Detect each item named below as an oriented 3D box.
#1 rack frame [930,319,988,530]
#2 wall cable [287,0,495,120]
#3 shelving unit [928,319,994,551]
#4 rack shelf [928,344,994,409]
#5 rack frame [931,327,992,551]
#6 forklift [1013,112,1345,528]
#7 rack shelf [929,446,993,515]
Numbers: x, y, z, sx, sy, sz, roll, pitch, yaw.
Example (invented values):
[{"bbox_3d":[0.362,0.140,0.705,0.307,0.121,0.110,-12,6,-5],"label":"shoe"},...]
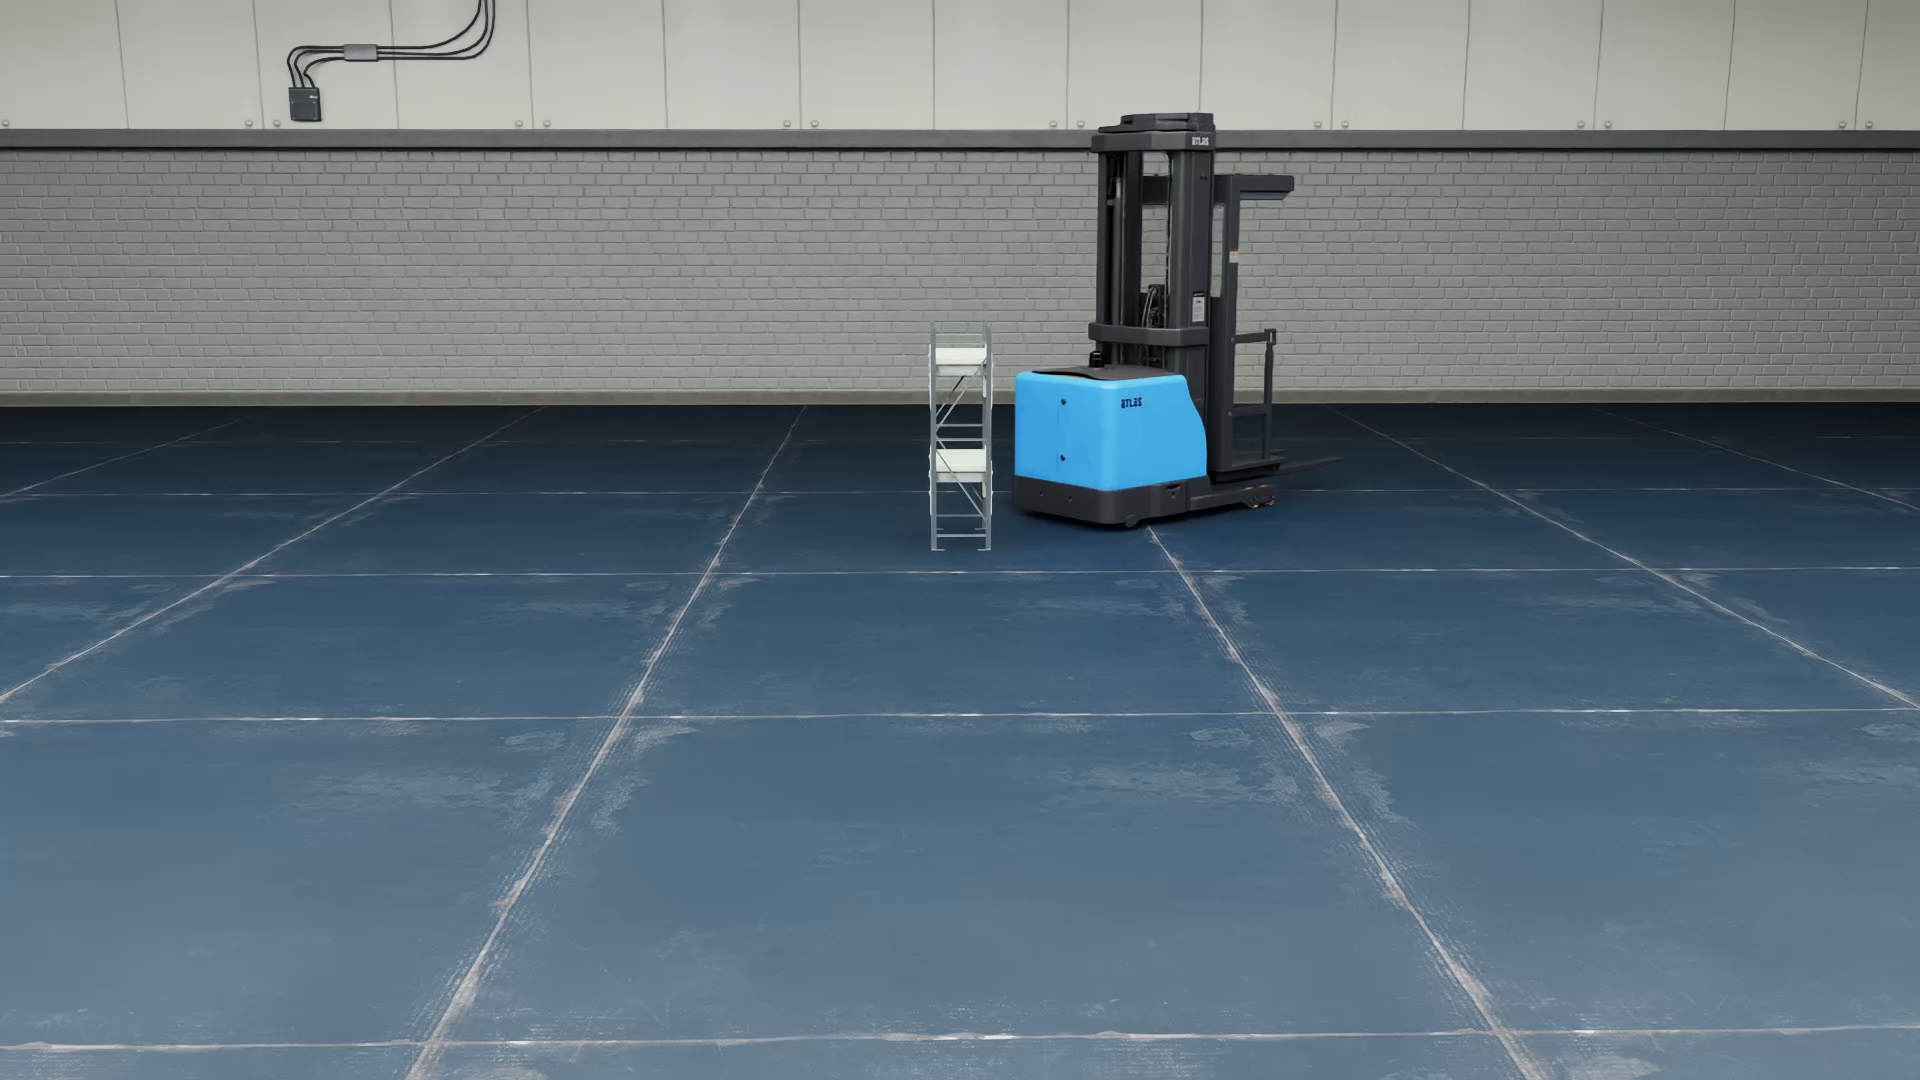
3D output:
[{"bbox_3d":[-0.008,-0.809,11.775,0.400,1.500,0.023,0,11,-1],"label":"rack frame"},{"bbox_3d":[-6.287,-7.622,17.943,2.305,6.003,0.169,0,11,-1],"label":"wall cable"},{"bbox_3d":[0.000,-0.736,11.417,0.431,1.500,0.755,0,11,-1],"label":"shelving unit"},{"bbox_3d":[0.000,-1.119,11.339,0.431,0.370,0.720,0,11,-1],"label":"rack shelf"},{"bbox_3d":[0.007,-0.664,11.058,0.400,1.500,0.023,0,11,-1],"label":"rack frame"},{"bbox_3d":[1.832,-1.746,12.795,3.031,2.935,1.130,-10,15,-40],"label":"forklift"},{"bbox_3d":[0.000,-0.417,11.481,0.431,0.370,0.720,0,11,-1],"label":"rack shelf"}]
